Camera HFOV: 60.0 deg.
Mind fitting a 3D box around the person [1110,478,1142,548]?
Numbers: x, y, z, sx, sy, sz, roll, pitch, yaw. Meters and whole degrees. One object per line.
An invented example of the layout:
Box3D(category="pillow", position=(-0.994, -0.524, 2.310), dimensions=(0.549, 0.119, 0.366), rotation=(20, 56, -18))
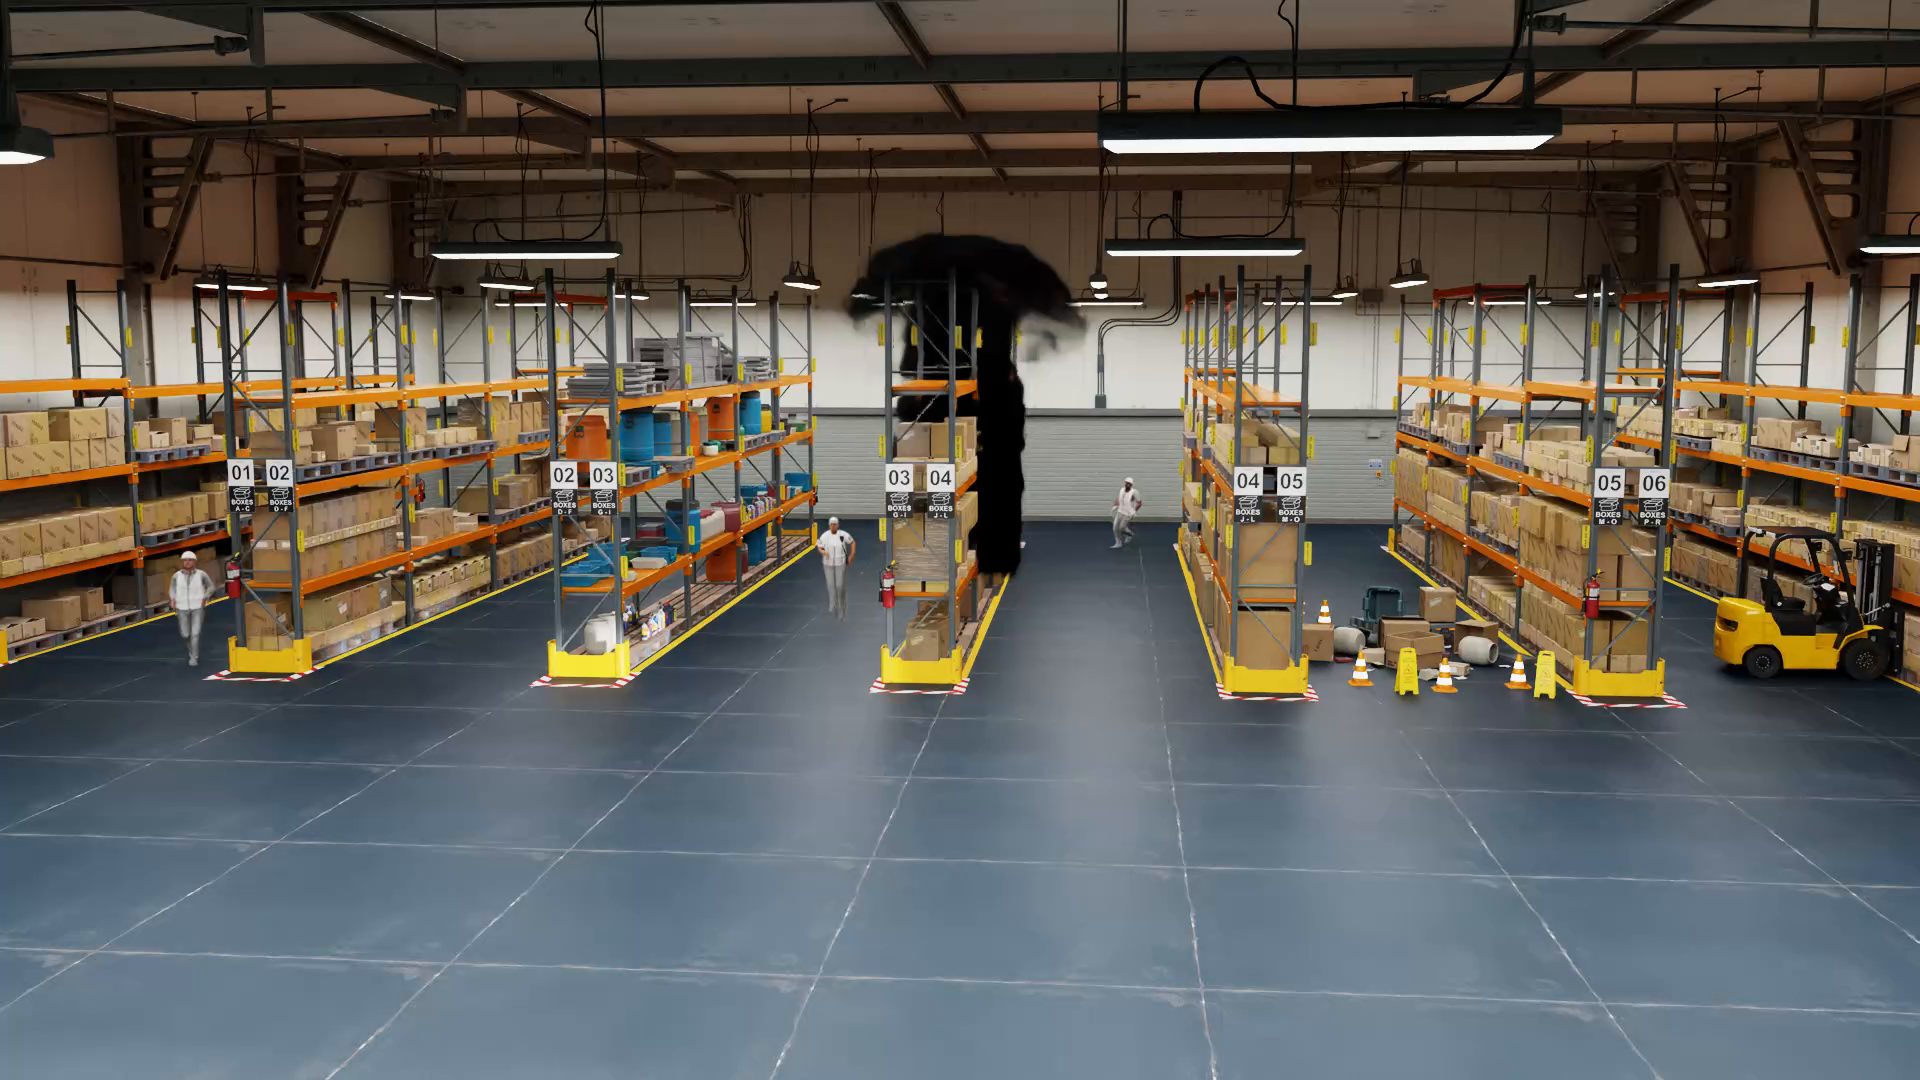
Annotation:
Box3D(category="person", position=(3.956, -0.638, 39.491), dimensions=(0.564, 1.713, 0.732), rotation=(-7, 10, -44))

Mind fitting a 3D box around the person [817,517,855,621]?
Box3D(category="person", position=(-2.118, 0.493, 28.361), dimensions=(0.619, 1.776, 0.678), rotation=(0, 7, 3))

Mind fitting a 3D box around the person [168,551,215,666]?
Box3D(category="person", position=(-11.865, 1.039, 25.700), dimensions=(0.661, 1.746, 0.707), rotation=(-2, 7, -16))
